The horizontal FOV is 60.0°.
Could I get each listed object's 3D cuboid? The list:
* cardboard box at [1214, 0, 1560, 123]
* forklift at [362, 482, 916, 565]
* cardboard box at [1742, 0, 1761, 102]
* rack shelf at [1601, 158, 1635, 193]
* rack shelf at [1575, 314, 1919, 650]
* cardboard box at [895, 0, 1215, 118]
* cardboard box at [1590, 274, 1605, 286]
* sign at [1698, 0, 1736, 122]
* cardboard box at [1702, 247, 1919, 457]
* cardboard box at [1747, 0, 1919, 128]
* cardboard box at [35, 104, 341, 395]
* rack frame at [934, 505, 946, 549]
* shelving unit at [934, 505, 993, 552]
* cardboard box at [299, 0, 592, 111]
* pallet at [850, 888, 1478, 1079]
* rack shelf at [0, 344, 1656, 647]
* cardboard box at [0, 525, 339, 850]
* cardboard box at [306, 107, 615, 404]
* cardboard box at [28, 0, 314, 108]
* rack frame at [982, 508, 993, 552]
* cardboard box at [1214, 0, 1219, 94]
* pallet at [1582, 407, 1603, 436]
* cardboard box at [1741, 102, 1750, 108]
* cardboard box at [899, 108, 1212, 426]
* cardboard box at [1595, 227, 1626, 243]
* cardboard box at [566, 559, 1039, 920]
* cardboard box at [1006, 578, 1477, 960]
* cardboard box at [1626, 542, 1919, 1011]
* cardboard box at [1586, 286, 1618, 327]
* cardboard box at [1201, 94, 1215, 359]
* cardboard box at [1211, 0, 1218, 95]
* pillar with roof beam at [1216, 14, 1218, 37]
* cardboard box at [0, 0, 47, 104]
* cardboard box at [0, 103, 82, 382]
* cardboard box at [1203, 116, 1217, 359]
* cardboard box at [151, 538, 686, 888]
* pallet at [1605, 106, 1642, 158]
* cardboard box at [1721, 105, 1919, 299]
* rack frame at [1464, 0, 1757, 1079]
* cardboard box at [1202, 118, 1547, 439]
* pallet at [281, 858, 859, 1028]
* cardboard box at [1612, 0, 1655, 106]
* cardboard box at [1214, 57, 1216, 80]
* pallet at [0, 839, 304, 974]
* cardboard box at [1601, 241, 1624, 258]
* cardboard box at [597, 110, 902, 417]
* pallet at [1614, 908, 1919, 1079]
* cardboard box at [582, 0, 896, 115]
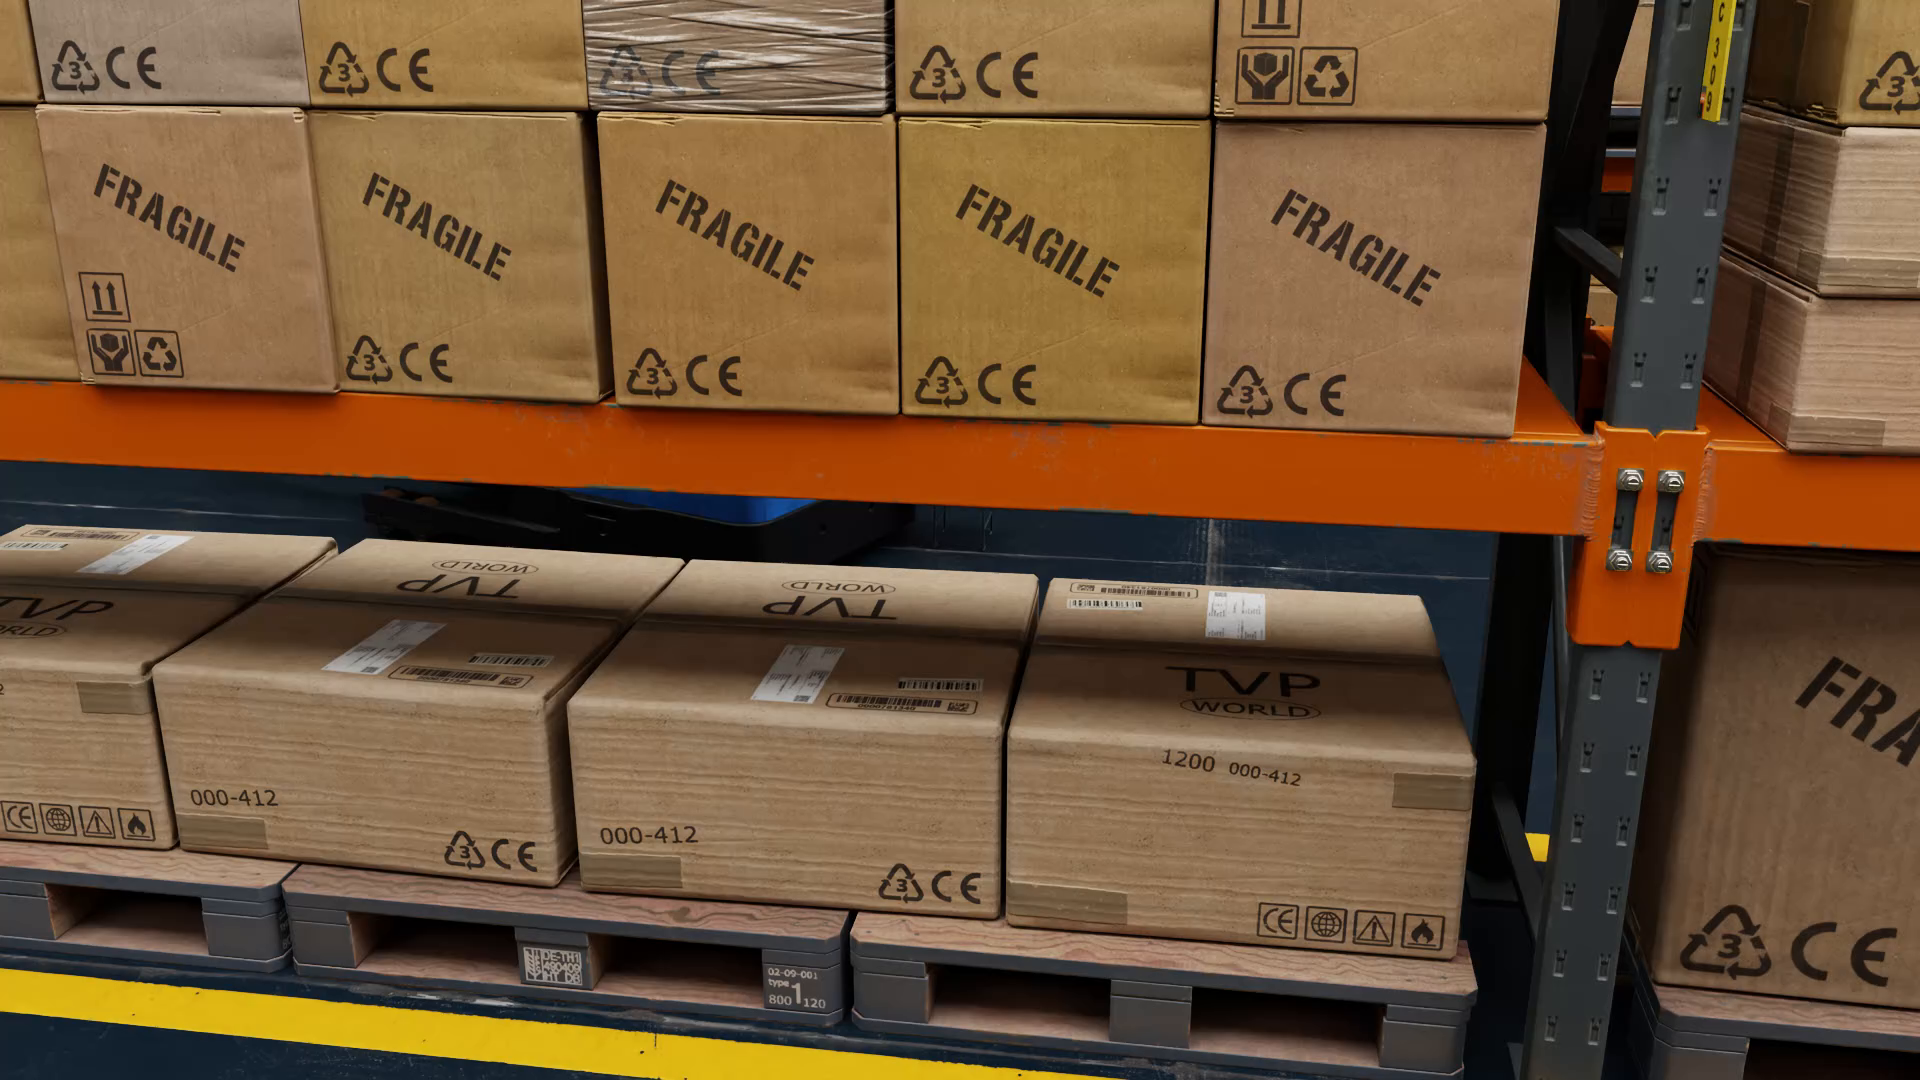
[{"bbox_3d":[0.679,-0.958,2.705,0.500,0.500,0.500,3,19,8],"label":"cardboard box"},{"bbox_3d":[-1.697,-1.519,6.223,3.031,2.935,1.130,11,21,29],"label":"forklift"},{"bbox_3d":[1.670,-1.077,3.060,0.500,0.500,0.500,4,19,10],"label":"cardboard box"},{"bbox_3d":[3.947,-1.612,7.529,4.000,0.370,1.077,3,19,9],"label":"rack shelf"},{"bbox_3d":[3.163,-0.057,2.880,4.000,0.370,1.077,3,19,9],"label":"rack shelf"},{"bbox_3d":[0.179,-0.986,2.789,0.500,0.500,0.500,3,19,8],"label":"cardboard box"},{"bbox_3d":[2.825,-1.275,7.642,0.250,0.149,0.380,2,19,6],"label":"cardboard box"},{"bbox_3d":[1.102,-0.773,2.397,0.005,0.325,0.100,3,19,9],"label":"sign"},{"bbox_3d":[1.581,-0.323,2.778,0.500,0.250,0.500,2,19,7],"label":"cardboard box"},{"bbox_3d":[1.578,-0.908,2.557,0.500,0.500,0.500,3,19,9],"label":"cardboard box"},{"bbox_3d":[-1.329,-0.586,3.169,0.500,0.500,0.500,3,19,8],"label":"cardboard box"},{"bbox_3d":[-0.076,-0.573,6.124,0.006,1.200,0.240,3,19,9],"label":"rack frame"},{"bbox_3d":[0.014,-0.568,6.111,0.189,1.200,0.258,3,19,9],"label":"shelving unit"},{"bbox_3d":[-0.818,-1.036,2.940,0.500,0.500,0.500,3,19,9],"label":"cardboard box"},{"bbox_3d":[0.450,0.761,3.697,1.213,0.211,1.003,3,19,9],"label":"pallet"},{"bbox_3d":[-0.786,-0.258,3.482,4.000,0.370,1.077,3,19,9],"label":"rack shelf"},{"bbox_3d":[-2.093,0.317,4.003,0.875,0.438,0.875,2,19,7],"label":"cardboard box"},{"bbox_3d":[-0.832,-0.566,3.109,0.500,0.500,0.500,4,19,10],"label":"cardboard box"},{"bbox_3d":[-1.311,-1.061,3.014,0.500,0.500,0.500,3,19,8],"label":"cardboard box"},{"bbox_3d":[0.105,-0.564,6.097,0.006,1.200,0.240,3,19,9],"label":"rack frame"},{"bbox_3d":[0.757,-1.120,3.191,0.500,0.500,0.500,3,19,9],"label":"cardboard box"},{"bbox_3d":[2.781,-0.703,8.071,1.213,0.211,1.003,3,19,9],"label":"pallet"},{"bbox_3d":[1.663,-0.719,3.173,0.500,0.250,0.500,3,19,9],"label":"cardboard box"},{"bbox_3d":[0.181,-0.514,2.954,0.500,0.500,0.500,2,19,7],"label":"cardboard box"},{"bbox_3d":[3.140,-1.422,8.080,0.250,0.149,0.380,2,19,6],"label":"cardboard box"},{"bbox_3d":[-0.298,0.407,3.736,0.875,0.438,0.875,2,19,7],"label":"cardboard box"},{"bbox_3d":[0.586,0.452,3.602,0.875,0.438,0.875,3,19,8],"label":"cardboard box"},{"bbox_3d":[1.814,0.316,3.319,0.875,0.875,0.875,4,19,10],"label":"cardboard box"},{"bbox_3d":[2.942,-0.949,7.691,0.500,0.500,0.500,3,19,8],"label":"cardboard box"},{"bbox_3d":[0.271,-0.679,3.446,0.500,0.500,0.500,3,19,9],"label":"cardboard box"},{"bbox_3d":[0.259,-1.148,3.273,0.500,0.500,0.500,3,19,8],"label":"cardboard box"},{"bbox_3d":[0.745,-3.868,3.681,0.400,9.000,9.100,3,19,9],"label":"pillar with roof beam"},{"bbox_3d":[-1.821,-1.085,3.084,0.500,0.500,0.500,2,19,7],"label":"cardboard box"},{"bbox_3d":[-1.828,-0.617,3.262,0.500,0.500,0.500,3,19,8],"label":"cardboard box"},{"bbox_3d":[0.767,-0.652,3.367,0.500,0.500,0.500,4,19,10],"label":"cardboard box"},{"bbox_3d":[-1.188,0.361,3.873,0.875,0.438,0.875,3,19,10],"label":"cardboard box"},{"bbox_3d":[2.744,-1.889,7.523,1.213,0.211,1.003,3,19,9],"label":"pallet"},{"bbox_3d":[1.578,-0.554,2.681,0.500,0.250,0.500,2,19,7],"label":"cardboard box"},{"bbox_3d":[1.189,-0.499,3.067,0.127,3.000,1.000,3,19,9],"label":"rack frame"},{"bbox_3d":[0.690,-0.490,2.882,0.500,0.500,0.500,3,19,9],"label":"cardboard box"},{"bbox_3d":[-0.758,0.700,3.878,1.213,0.211,1.003,3,19,9],"label":"pallet"},{"bbox_3d":[2.926,-2.180,7.273,0.500,0.500,0.700,3,19,9],"label":"cardboard box"},{"bbox_3d":[0.934,-2.094,7.602,0.500,0.250,0.500,3,19,9],"label":"cardboard box"},{"bbox_3d":[-1.959,0.638,4.064,1.213,0.211,1.003,3,19,9],"label":"pallet"},{"bbox_3d":[3.098,-1.266,7.614,0.250,0.149,0.380,3,19,8],"label":"cardboard box"},{"bbox_3d":[-0.317,-0.535,3.016,0.500,0.500,0.500,3,19,8],"label":"cardboard box"},{"bbox_3d":[1.963,0.839,3.464,1.213,0.211,1.003,3,19,9],"label":"pallet"},{"bbox_3d":[-0.325,-1.009,2.857,0.500,0.500,0.500,3,19,9],"label":"cardboard box"}]
